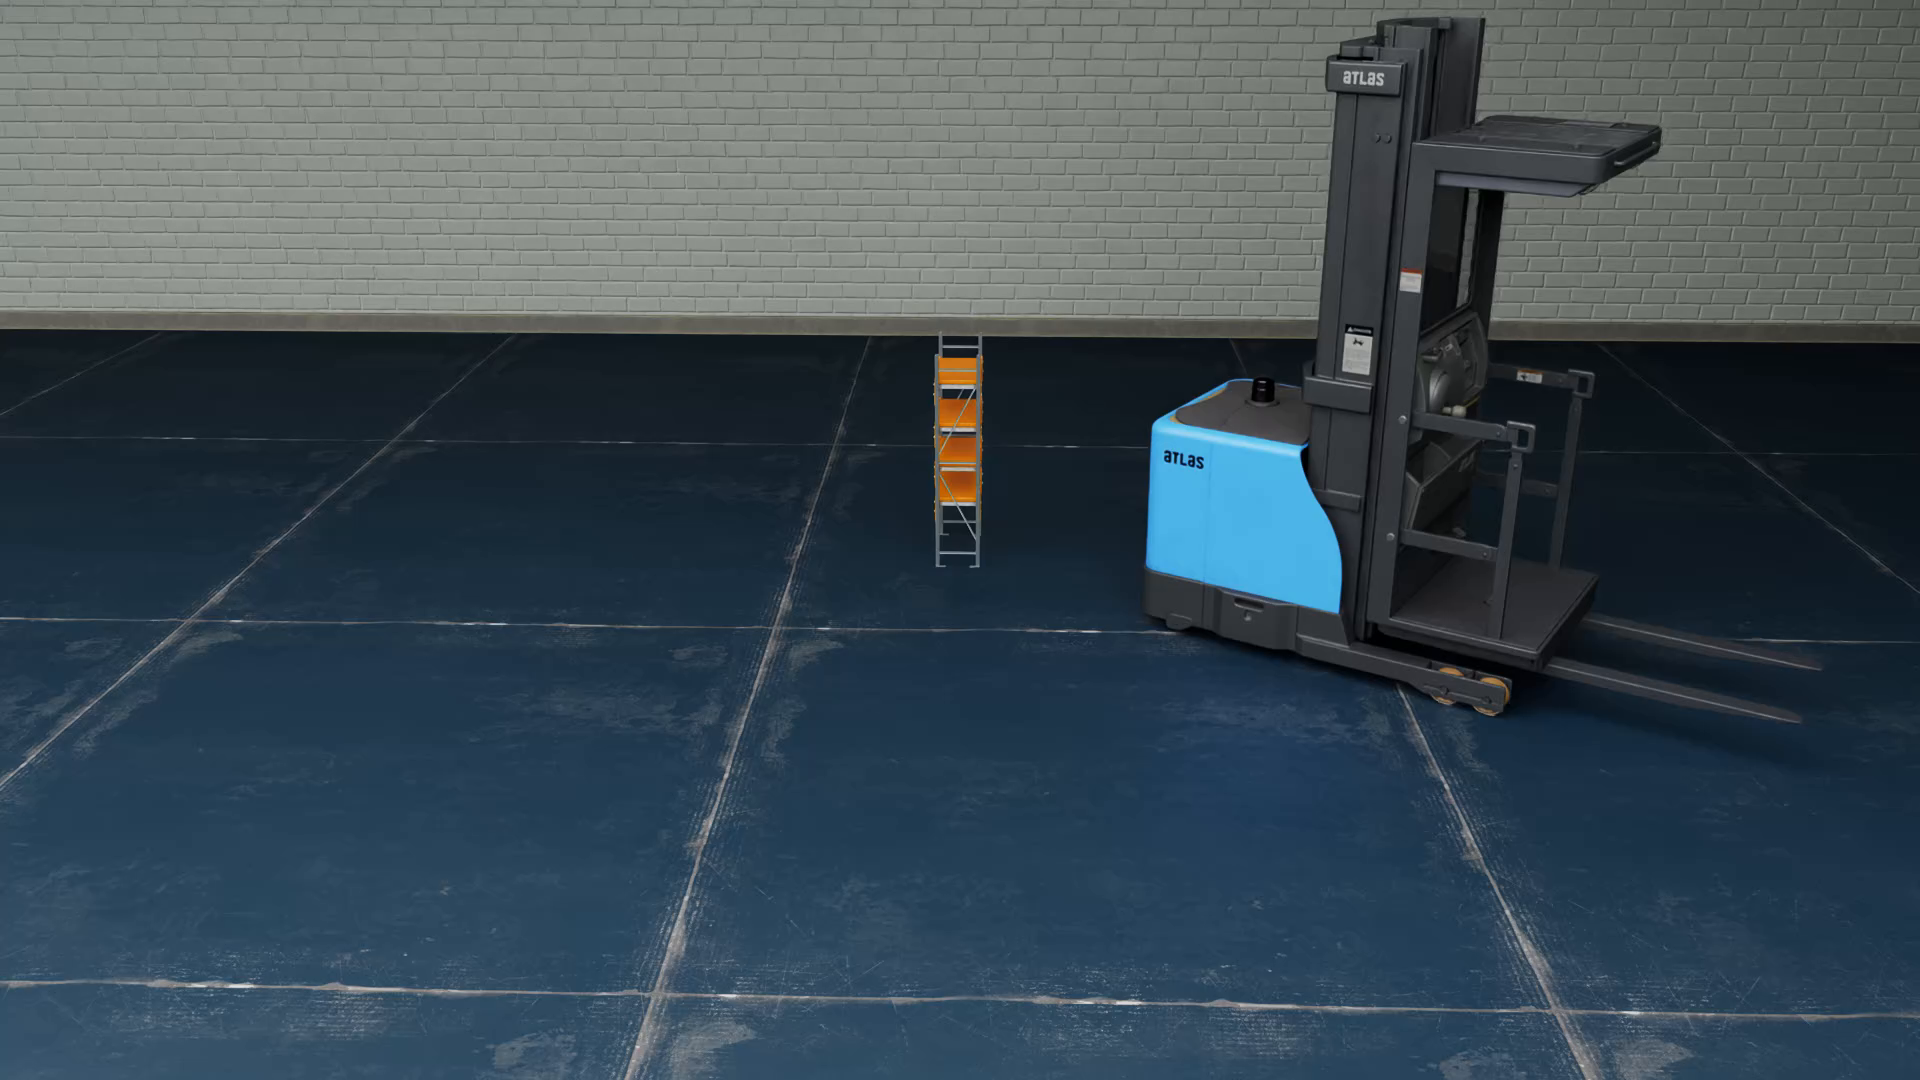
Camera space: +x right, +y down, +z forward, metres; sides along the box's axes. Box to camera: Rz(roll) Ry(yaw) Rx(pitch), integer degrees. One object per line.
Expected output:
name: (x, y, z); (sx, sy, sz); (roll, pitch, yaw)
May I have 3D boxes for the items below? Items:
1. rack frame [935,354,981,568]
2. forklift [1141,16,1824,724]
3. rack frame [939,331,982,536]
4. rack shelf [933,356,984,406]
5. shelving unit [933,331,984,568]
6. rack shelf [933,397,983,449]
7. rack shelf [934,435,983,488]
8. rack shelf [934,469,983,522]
rack frame: (-0.012, -0.411, 8.930); (0.240, 1.200, 0.015); (1, 21, 2)
forklift: (2.430, -0.796, 7.527); (3.031, 2.935, 1.130); (13, 25, 31)
rack frame: (0.002, -0.588, 9.385); (0.240, 1.200, 0.015); (1, 21, 2)
rack shelf: (-0.005, -0.866, 9.015); (0.258, 0.148, 0.480); (1, 21, 2)
shelving unit: (-0.005, -0.500, 9.158); (0.258, 1.200, 0.503); (1, 21, 2)
rack shelf: (-0.005, -0.645, 9.101); (0.258, 0.148, 0.480); (1, 21, 2)
rack shelf: (-0.005, -0.437, 9.182); (0.258, 0.148, 0.480); (1, 21, 2)
rack shelf: (-0.005, -0.252, 9.254); (0.258, 0.148, 0.480); (1, 21, 2)
